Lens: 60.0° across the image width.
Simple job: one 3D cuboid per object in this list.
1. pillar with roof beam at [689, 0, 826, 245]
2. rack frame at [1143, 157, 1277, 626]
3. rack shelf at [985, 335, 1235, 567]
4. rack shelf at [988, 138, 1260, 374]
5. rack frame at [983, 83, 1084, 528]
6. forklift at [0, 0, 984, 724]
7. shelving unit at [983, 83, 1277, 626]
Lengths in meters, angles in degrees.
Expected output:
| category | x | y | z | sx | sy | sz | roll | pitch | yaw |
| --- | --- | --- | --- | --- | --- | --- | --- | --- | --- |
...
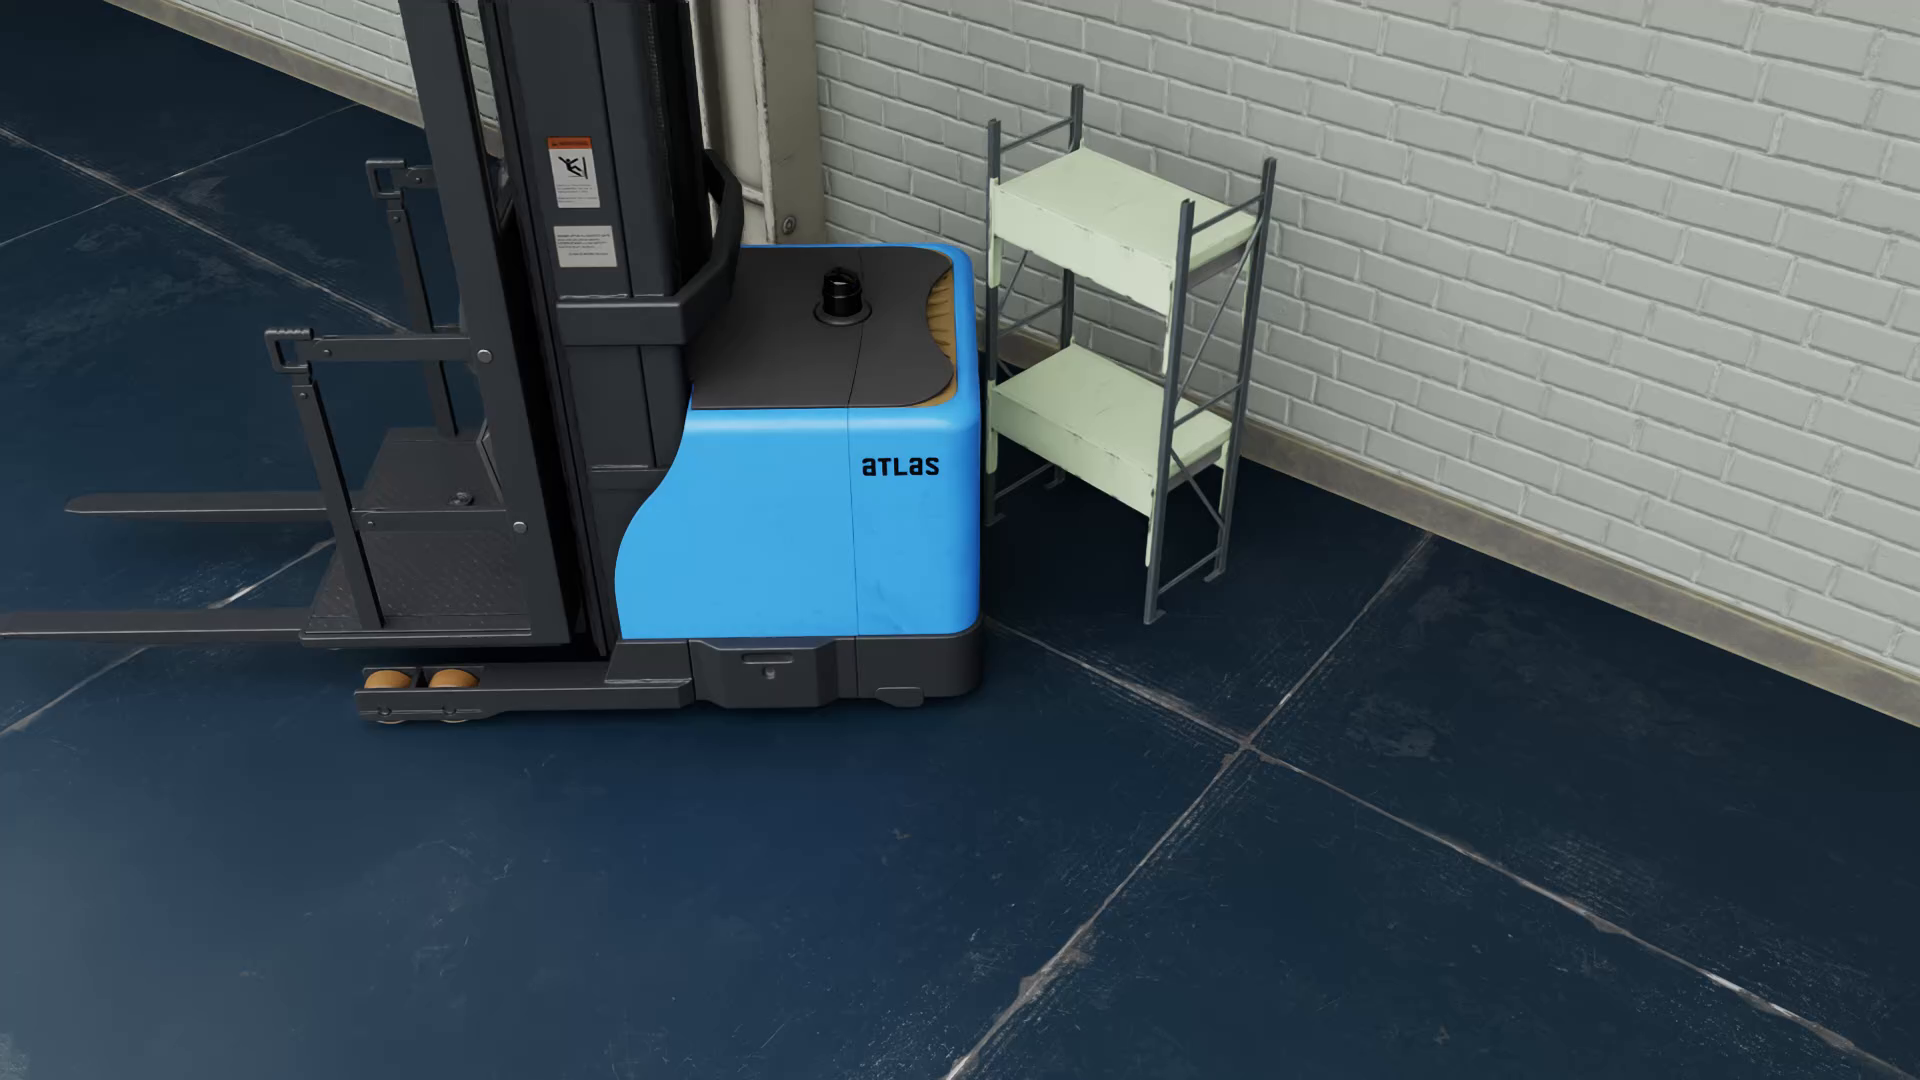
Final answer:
| category | x | y | z | sx | sy | sz | roll | pitch | yaw |
| --- | --- | --- | --- | --- | --- | --- | --- | --- | --- |
| pillar with roof beam | -3.426 | -2.527 | 1.678 | 0.400 | 9.000 | 9.100 | 25 | 45 | 29 |
| rack frame | 0.745 | -0.403 | 5.048 | 0.400 | 1.500 | 0.023 | -31 | 48 | -34 |
| rack shelf | 0.488 | -0.306 | 5.454 | 0.431 | 0.370 | 0.720 | -31 | 48 | -34 |
| rack shelf | 0.488 | -0.870 | 5.012 | 0.431 | 0.370 | 0.720 | -31 | 48 | -34 |
| rack frame | 0.231 | -0.724 | 5.458 | 0.400 | 1.500 | 0.023 | -31 | 48 | -34 |
| forklift | -1.454 | -0.928 | 4.558 | 3.031 | 2.935 | 1.130 | -1 | 38 | -1 |
| shelving unit | 0.488 | -0.563 | 5.253 | 0.431 | 1.500 | 0.755 | -31 | 48 | -34 |
